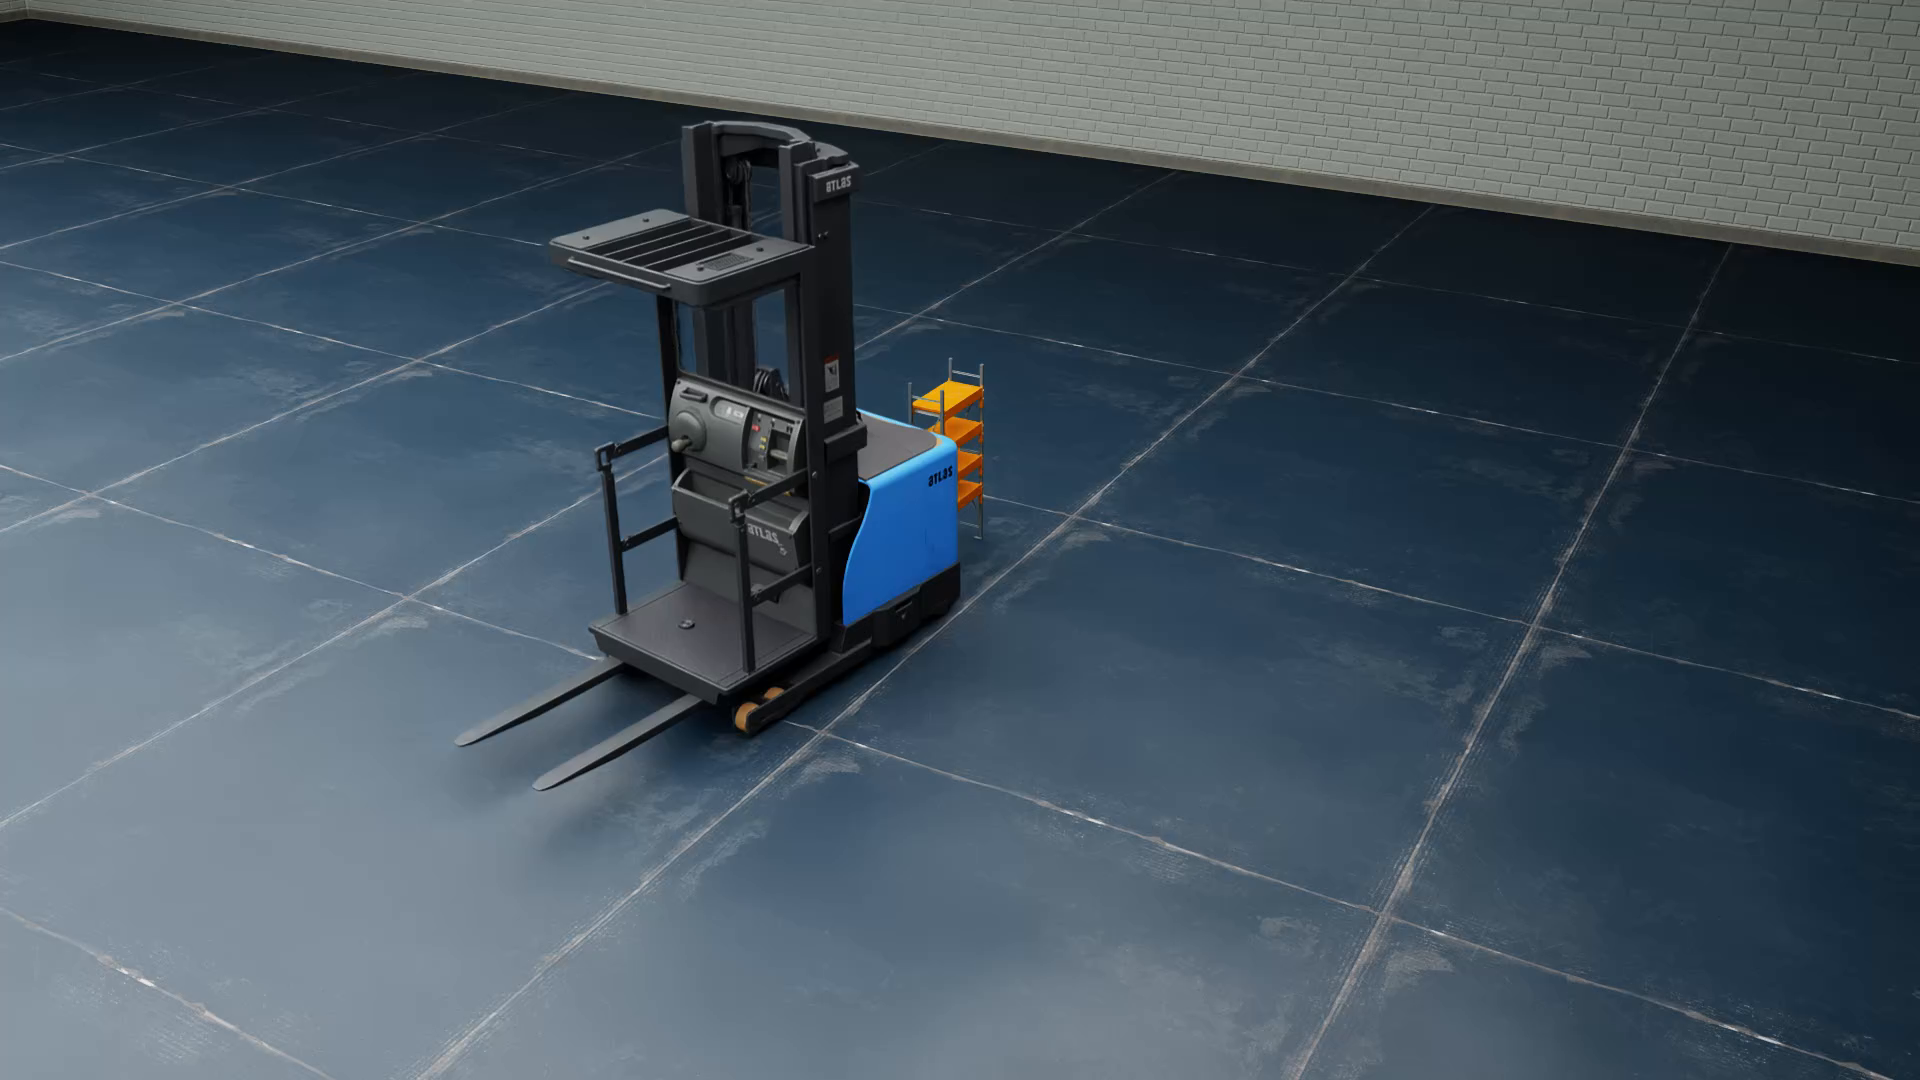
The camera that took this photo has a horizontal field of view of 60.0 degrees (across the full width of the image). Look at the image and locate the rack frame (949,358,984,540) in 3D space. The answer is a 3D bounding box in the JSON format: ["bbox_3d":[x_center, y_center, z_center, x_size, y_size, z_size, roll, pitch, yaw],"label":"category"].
[{"bbox_3d":[0.039,-0.567,10.543,0.240,1.200,0.015,14,30,26],"label":"rack frame"}]

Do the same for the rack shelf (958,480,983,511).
[{"bbox_3d":[-0.081,-0.234,10.472,0.258,0.148,0.480,14,30,26],"label":"rack shelf"}]

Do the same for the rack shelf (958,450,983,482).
[{"bbox_3d":[-0.081,-0.412,10.383,0.258,0.148,0.480,14,30,26],"label":"rack shelf"}]

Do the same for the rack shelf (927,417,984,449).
[{"bbox_3d":[-0.081,-0.612,10.283,0.258,0.148,0.480,14,30,26],"label":"rack shelf"}]

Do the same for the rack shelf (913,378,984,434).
[{"bbox_3d":[-0.081,-0.823,10.177,0.258,0.148,0.480,14,30,26],"label":"rack shelf"}]

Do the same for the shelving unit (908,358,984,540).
[{"bbox_3d":[-0.081,-0.472,10.353,0.258,1.200,0.503,14,30,26],"label":"shelving unit"}]

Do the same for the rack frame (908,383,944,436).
[{"bbox_3d":[-0.201,-0.377,10.163,0.240,1.200,0.015,14,30,26],"label":"rack frame"}]

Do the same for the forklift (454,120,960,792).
[{"bbox_3d":[-1.310,-0.544,8.563,1.130,2.935,3.031,20,33,34],"label":"forklift"}]
